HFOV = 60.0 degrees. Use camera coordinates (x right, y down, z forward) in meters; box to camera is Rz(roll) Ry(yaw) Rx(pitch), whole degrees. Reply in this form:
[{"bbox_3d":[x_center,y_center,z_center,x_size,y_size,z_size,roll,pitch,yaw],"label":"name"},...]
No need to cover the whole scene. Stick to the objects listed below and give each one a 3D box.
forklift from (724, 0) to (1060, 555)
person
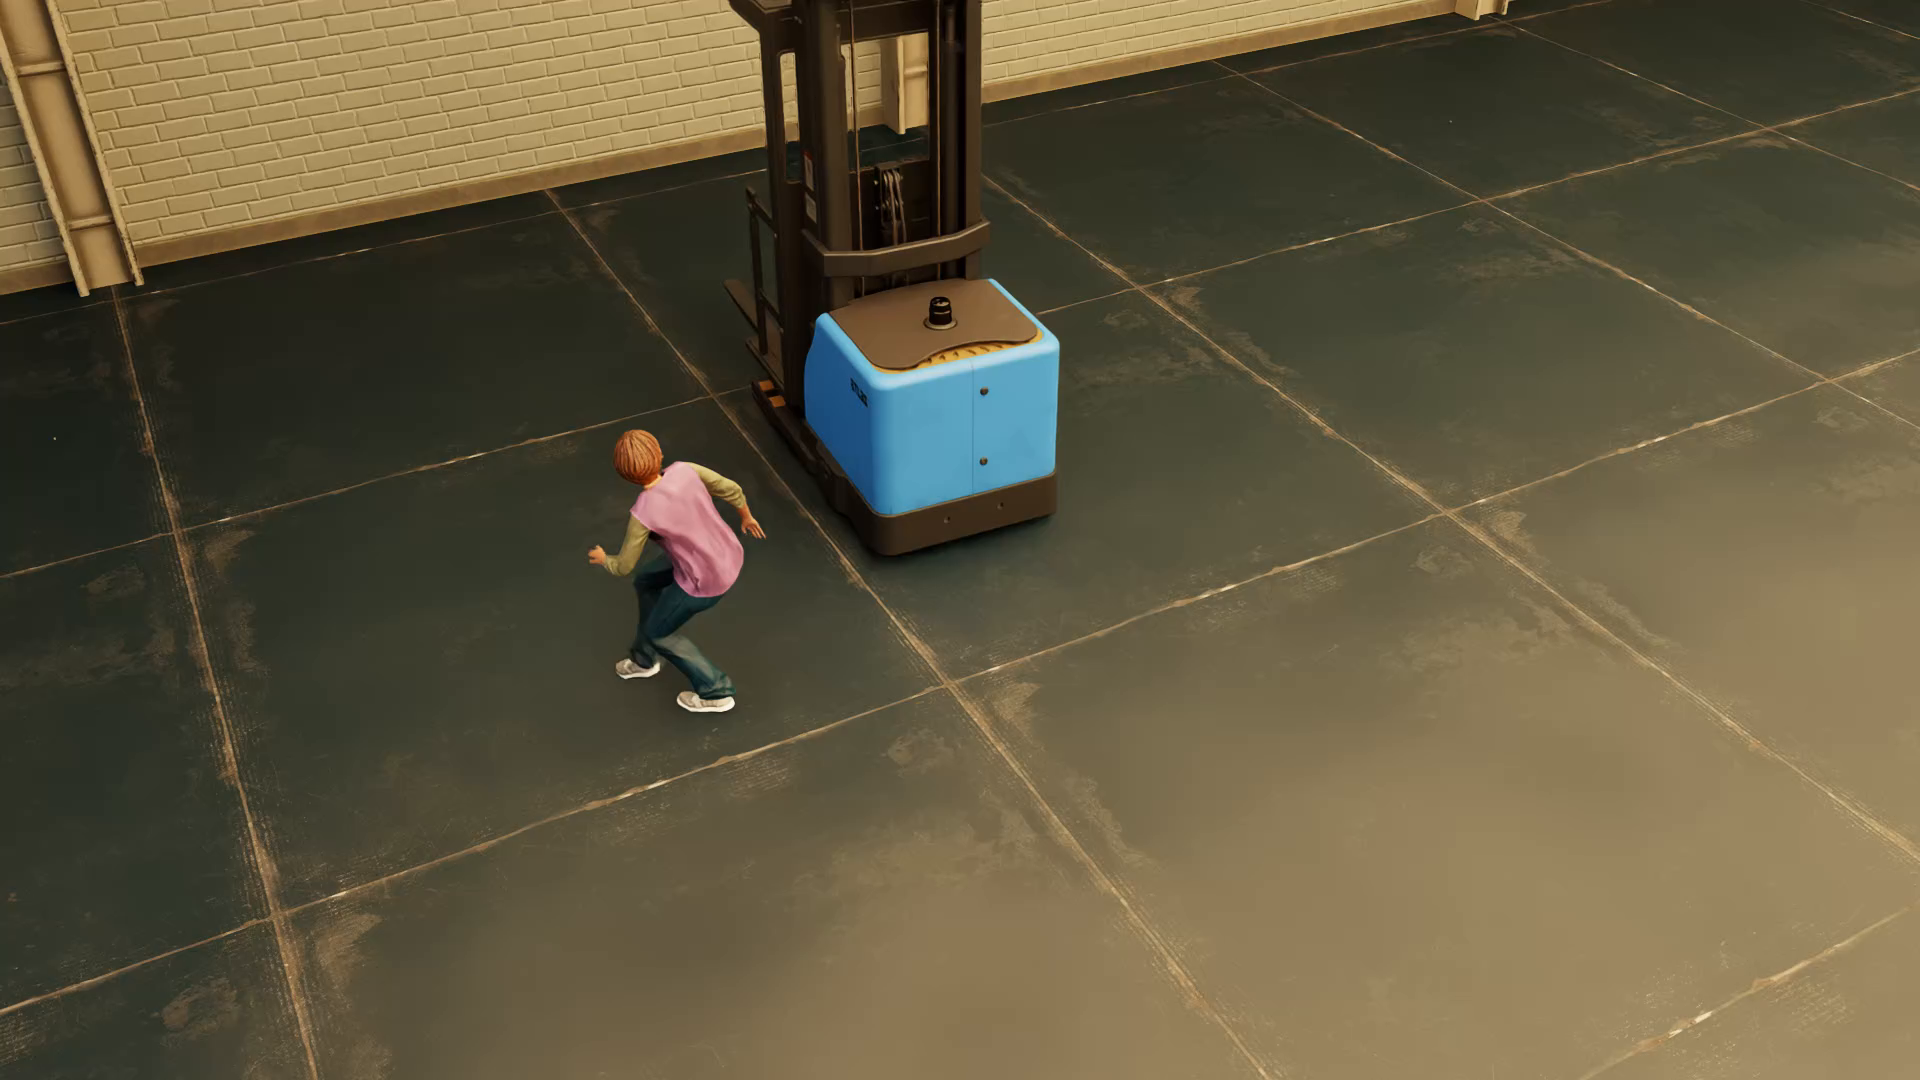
[{"bbox_3d":[-0.567,-1.959,8.895,1.130,2.935,3.031,-15,38,-20],"label":"forklift"},{"bbox_3d":[-1.290,0.079,7.344,0.688,1.423,0.636,12,37,16],"label":"person"}]
